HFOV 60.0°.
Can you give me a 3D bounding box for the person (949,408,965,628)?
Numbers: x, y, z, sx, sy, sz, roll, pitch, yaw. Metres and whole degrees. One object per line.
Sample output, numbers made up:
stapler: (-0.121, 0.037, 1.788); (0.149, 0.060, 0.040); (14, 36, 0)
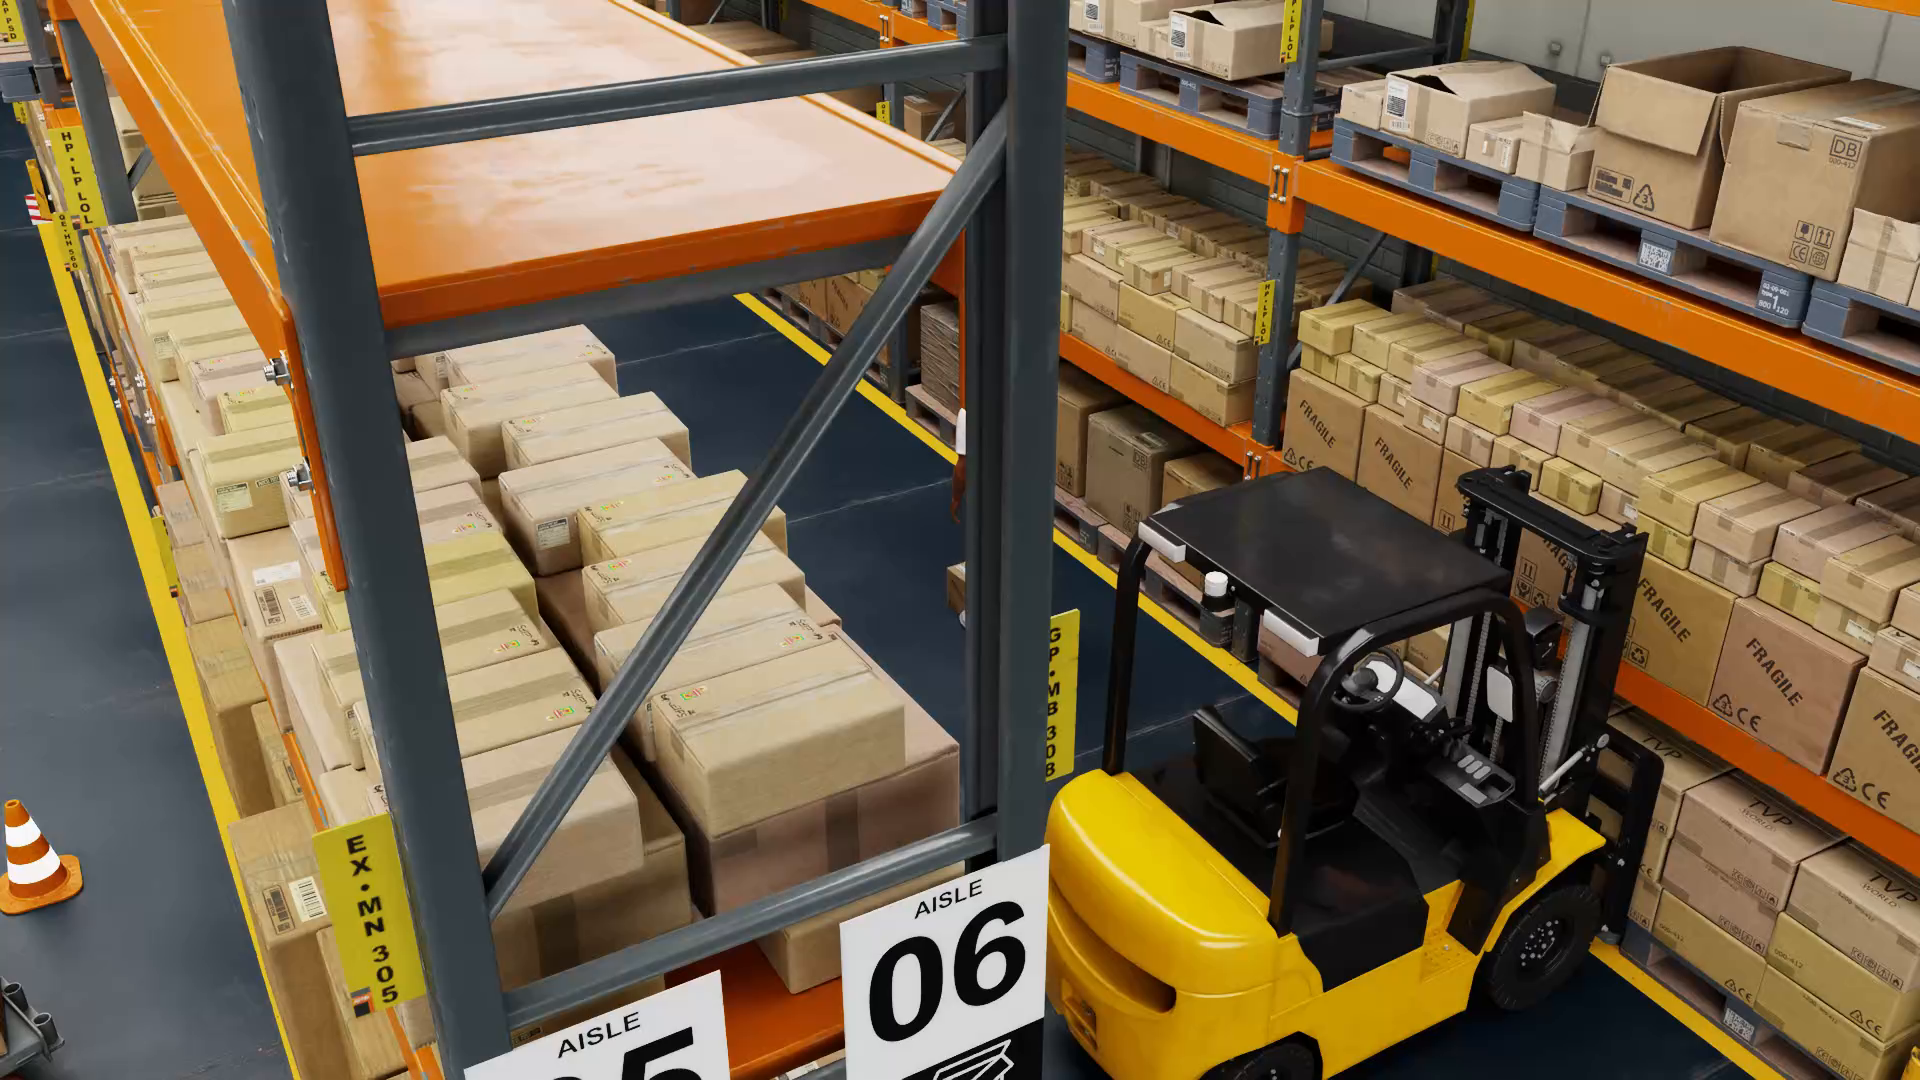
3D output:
person: (0.226, -0.285, 9.067); (0.622, 1.758, 0.457); (-16, 33, -26)
